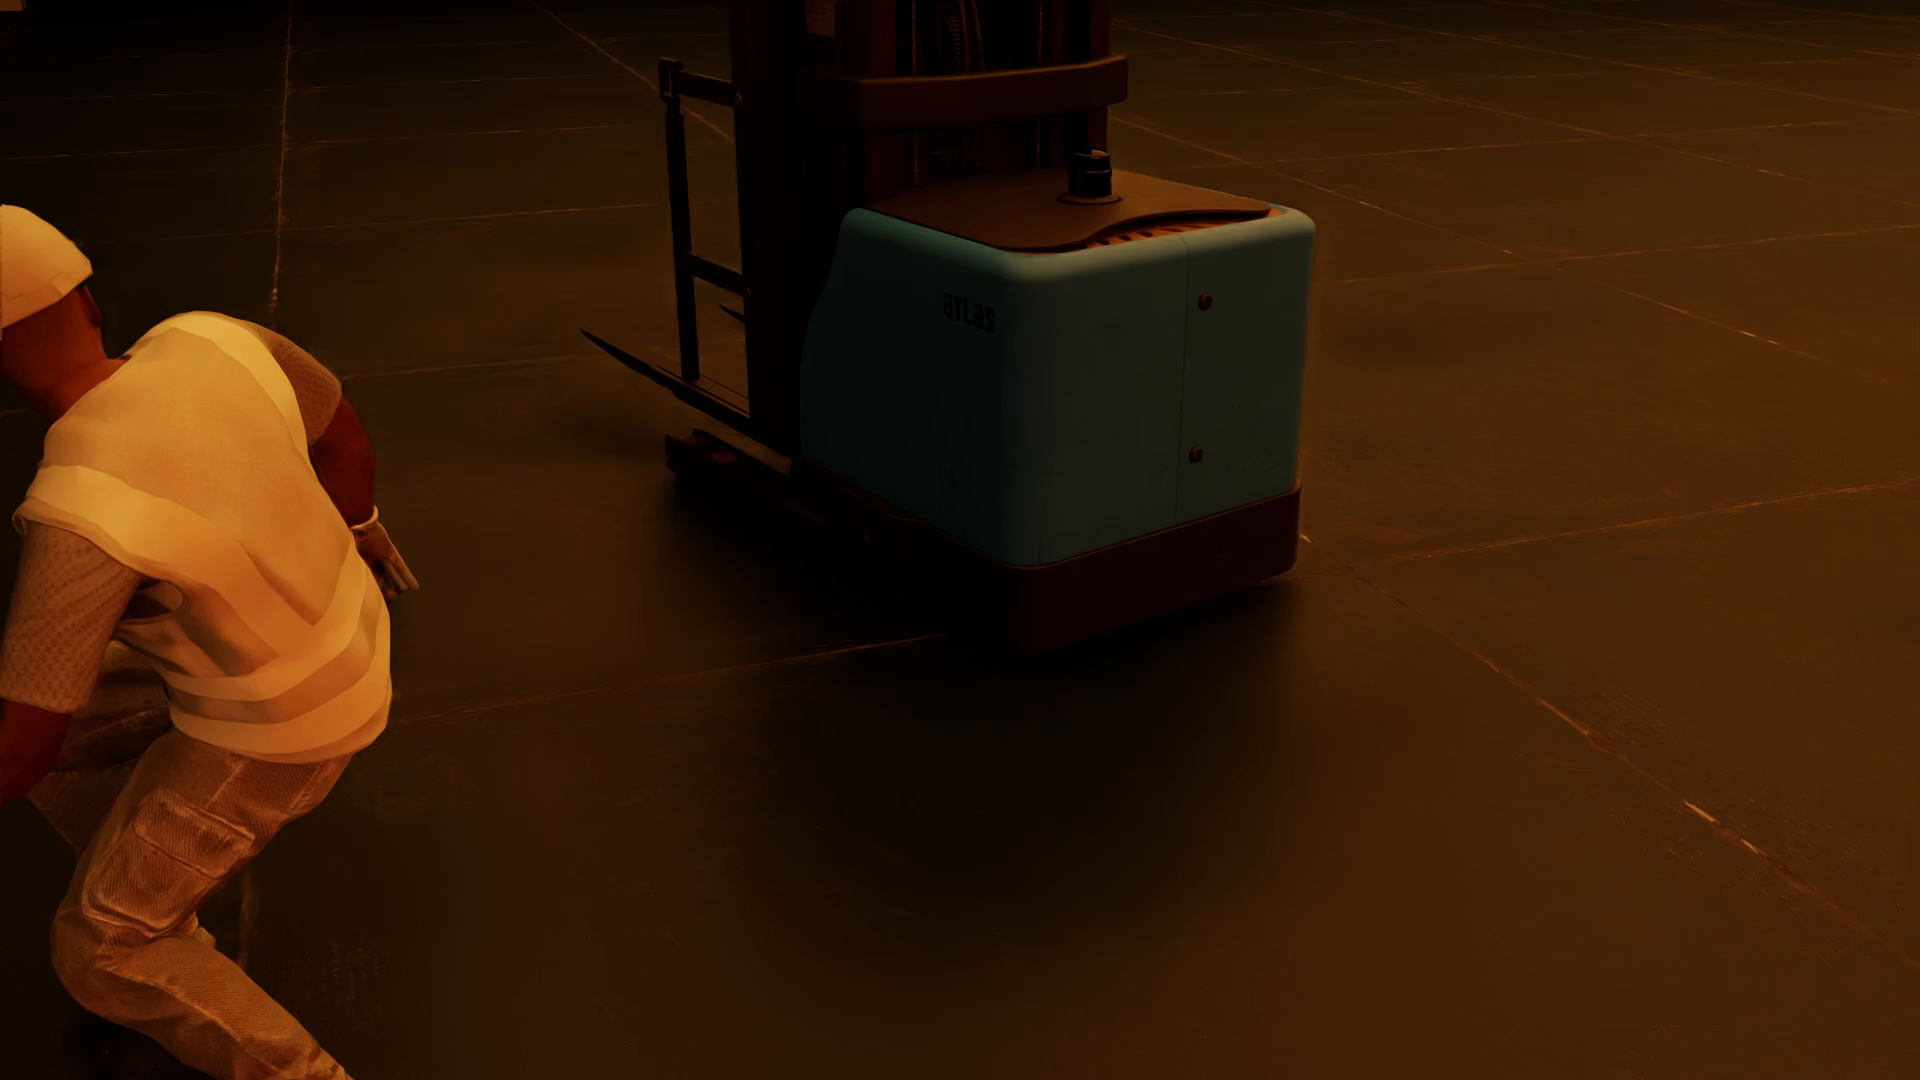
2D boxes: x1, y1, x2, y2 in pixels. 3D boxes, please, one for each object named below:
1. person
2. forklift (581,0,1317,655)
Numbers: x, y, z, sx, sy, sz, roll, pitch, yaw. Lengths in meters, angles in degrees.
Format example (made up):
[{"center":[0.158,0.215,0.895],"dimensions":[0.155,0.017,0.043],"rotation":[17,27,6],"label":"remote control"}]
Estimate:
[{"center":[-1.279,0.218,2.618],"dimensions":[0.747,1.547,0.810],"rotation":[-4,23,-10],"label":"person"},{"center":[-0.316,-1.572,5.037],"dimensions":[1.130,2.935,3.031],"rotation":[-16,27,-33],"label":"forklift"}]
